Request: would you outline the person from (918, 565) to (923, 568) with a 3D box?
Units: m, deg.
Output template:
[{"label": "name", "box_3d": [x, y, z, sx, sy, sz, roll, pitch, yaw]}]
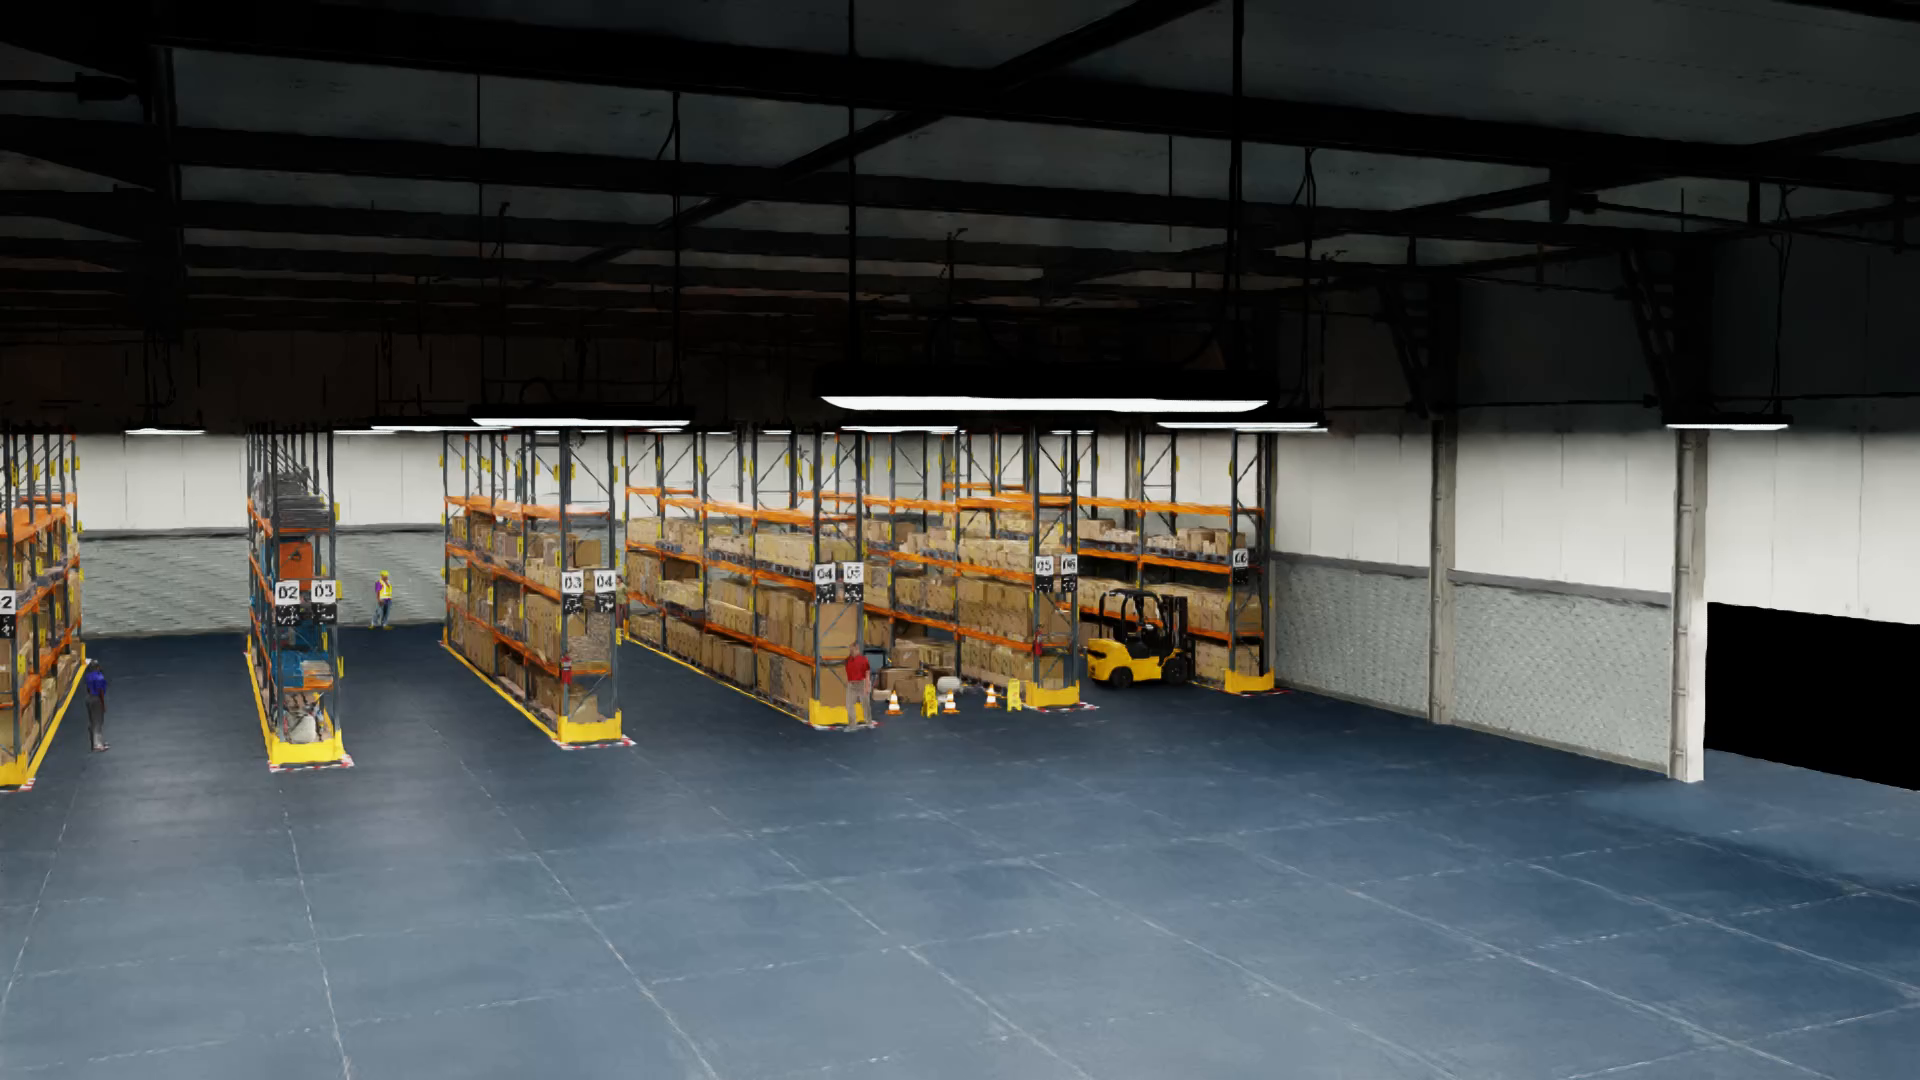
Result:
[{"label": "person", "box_3d": [-1.184, 1.656, 50.747, 0.546, 1.777, 0.682, -2, 4, -34]}]

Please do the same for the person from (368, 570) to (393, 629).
[{"label": "person", "box_3d": [-17.216, 1.768, 49.365, 0.498, 1.753, 0.737, 1, 4, 21]}]

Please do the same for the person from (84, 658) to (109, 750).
[{"label": "person", "box_3d": [-15.750, 2.982, 30.377, 0.502, 1.663, 0.422, 2, 4, 34]}]

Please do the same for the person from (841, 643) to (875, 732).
[{"label": "person", "box_3d": [-1.970, 2.849, 32.344, 0.595, 1.717, 0.584, 2, 4, 29]}]

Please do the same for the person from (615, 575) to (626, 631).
[{"label": "person", "box_3d": [-9.934, 1.845, 48.901, 0.500, 1.661, 0.567, 1, 4, 13]}]
